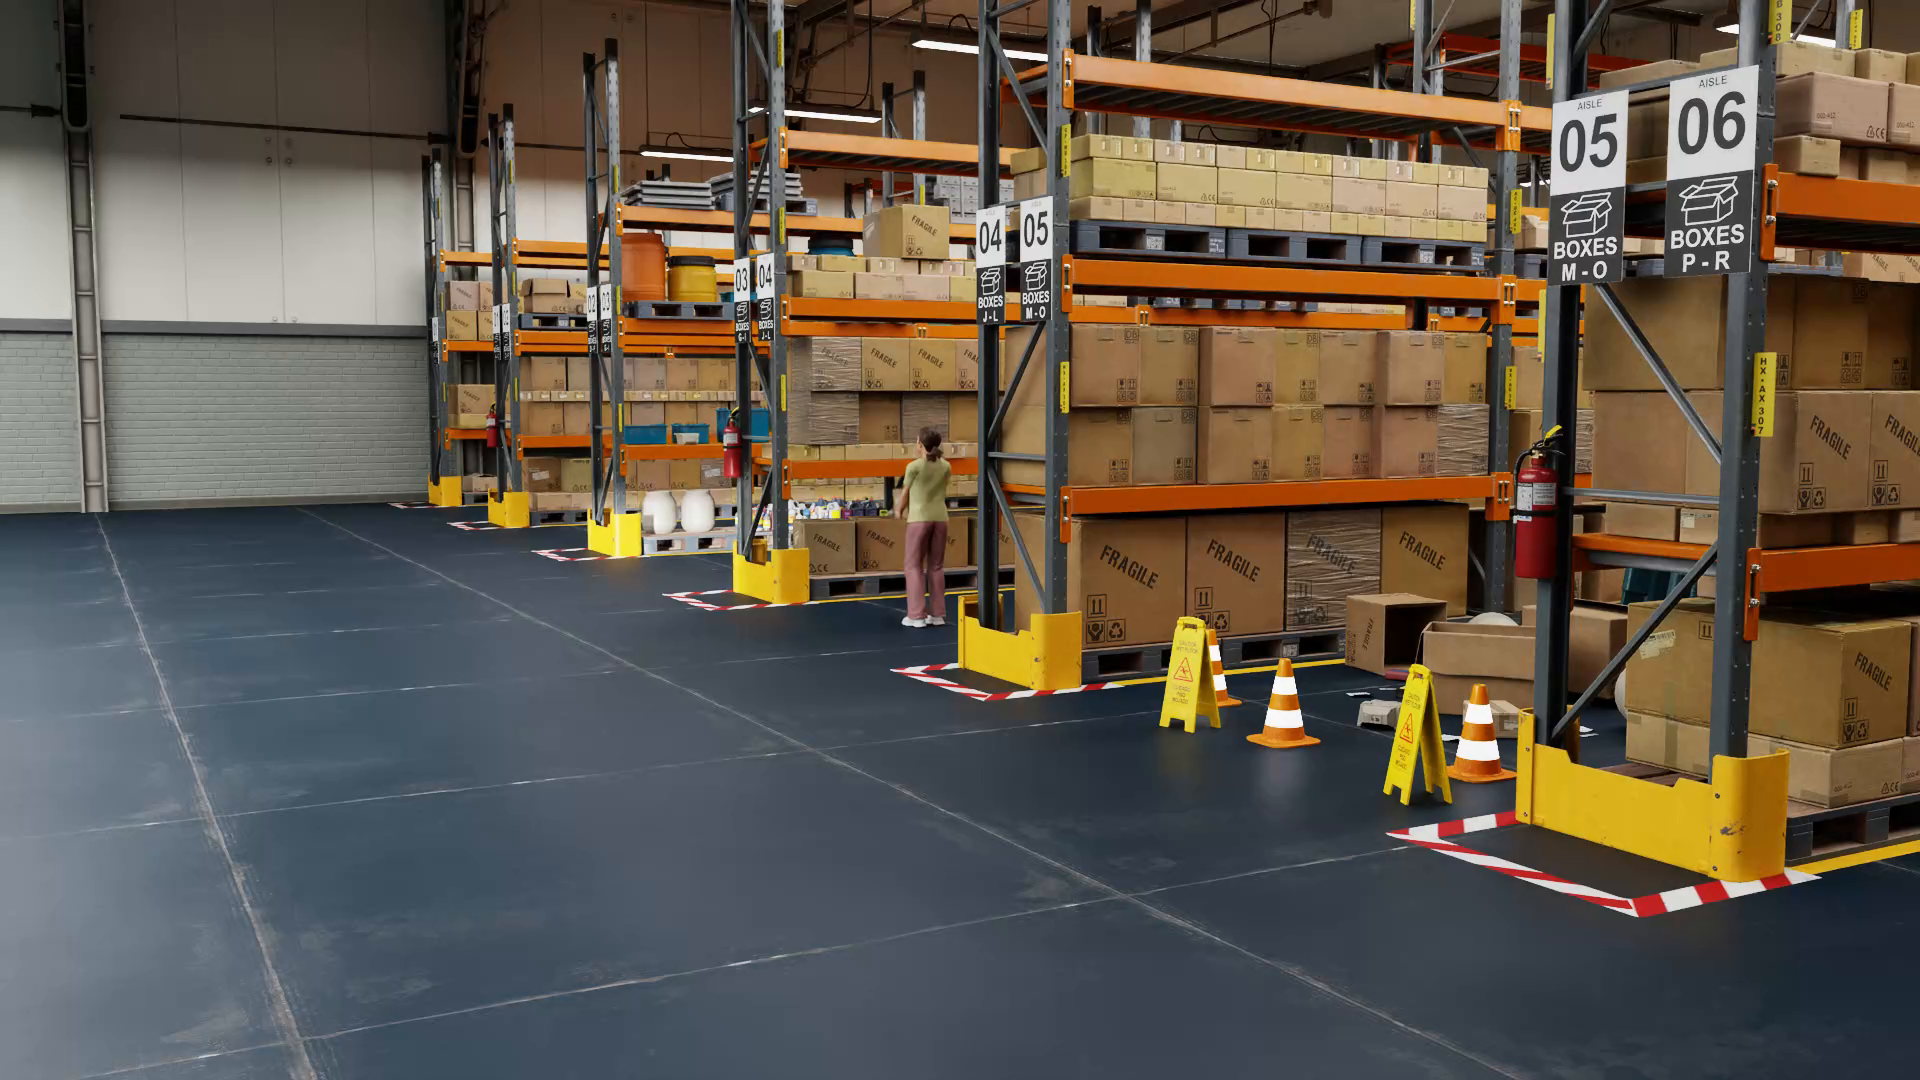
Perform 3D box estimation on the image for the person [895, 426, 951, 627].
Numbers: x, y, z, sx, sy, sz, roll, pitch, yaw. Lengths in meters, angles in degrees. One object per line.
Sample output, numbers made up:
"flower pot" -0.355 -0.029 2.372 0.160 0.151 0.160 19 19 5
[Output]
"person" -0.303 -0.117 13.840 0.425 1.666 0.554 -3 6 -28
